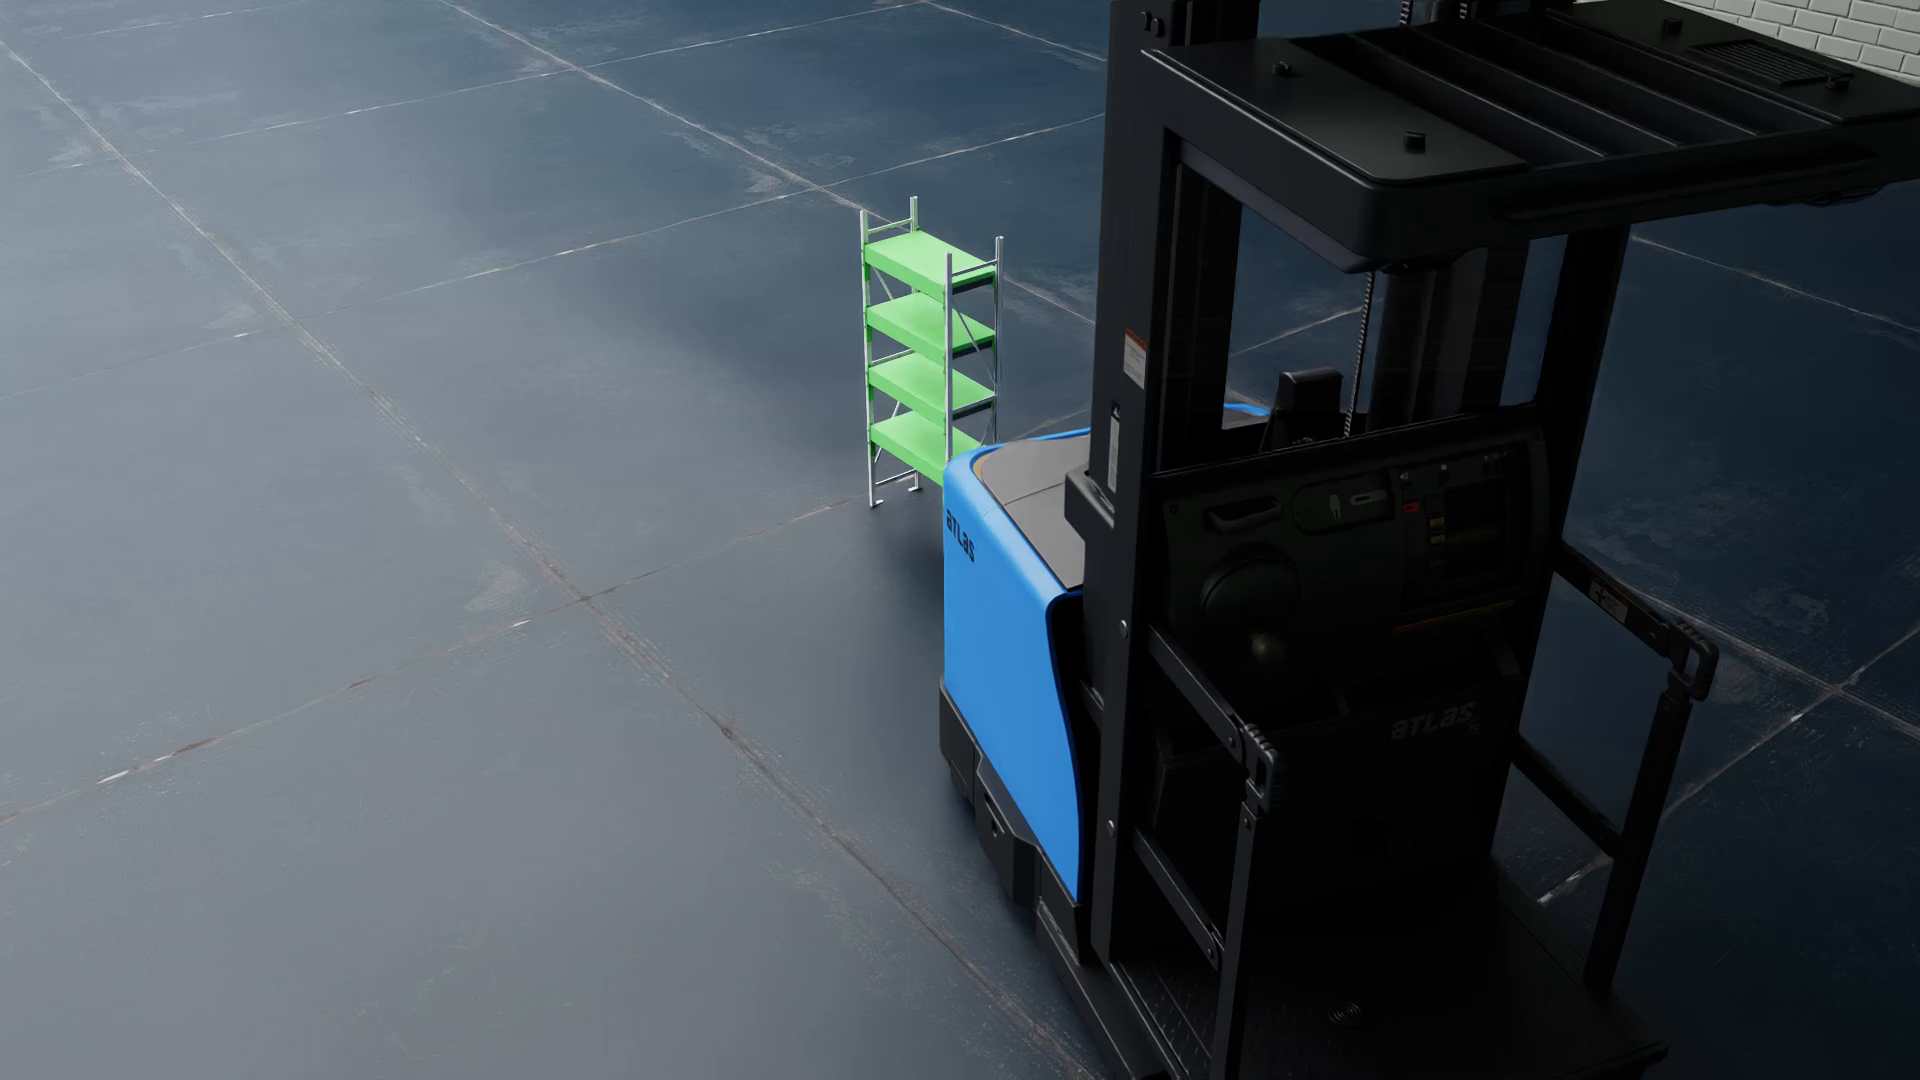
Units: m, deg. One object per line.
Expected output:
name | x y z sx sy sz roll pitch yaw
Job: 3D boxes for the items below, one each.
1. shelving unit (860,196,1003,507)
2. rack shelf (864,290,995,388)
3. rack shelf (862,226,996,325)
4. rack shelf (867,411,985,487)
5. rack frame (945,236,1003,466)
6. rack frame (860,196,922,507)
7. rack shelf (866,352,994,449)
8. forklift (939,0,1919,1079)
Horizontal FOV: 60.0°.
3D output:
shelving unit | -0.101 -0.579 6.045 0.258 1.200 0.503 -22 38 -31
rack shelf | -0.101 -0.728 5.952 0.258 0.148 0.480 -22 38 -31
rack shelf | -0.101 -0.932 5.825 0.258 0.148 0.480 -22 38 -31
rack shelf | -0.101 -0.321 6.205 0.258 0.148 0.480 -22 38 -31
rack frame | 0.048 -0.477 5.881 0.240 1.200 0.015 -22 38 -31
rack frame | -0.251 -0.680 6.208 0.240 1.200 0.015 -22 38 -31
rack shelf | -0.101 -0.524 6.078 0.258 0.148 0.480 -22 38 -31
forklift | 0.931 0.062 3.372 1.130 2.935 3.031 -11 34 -17
